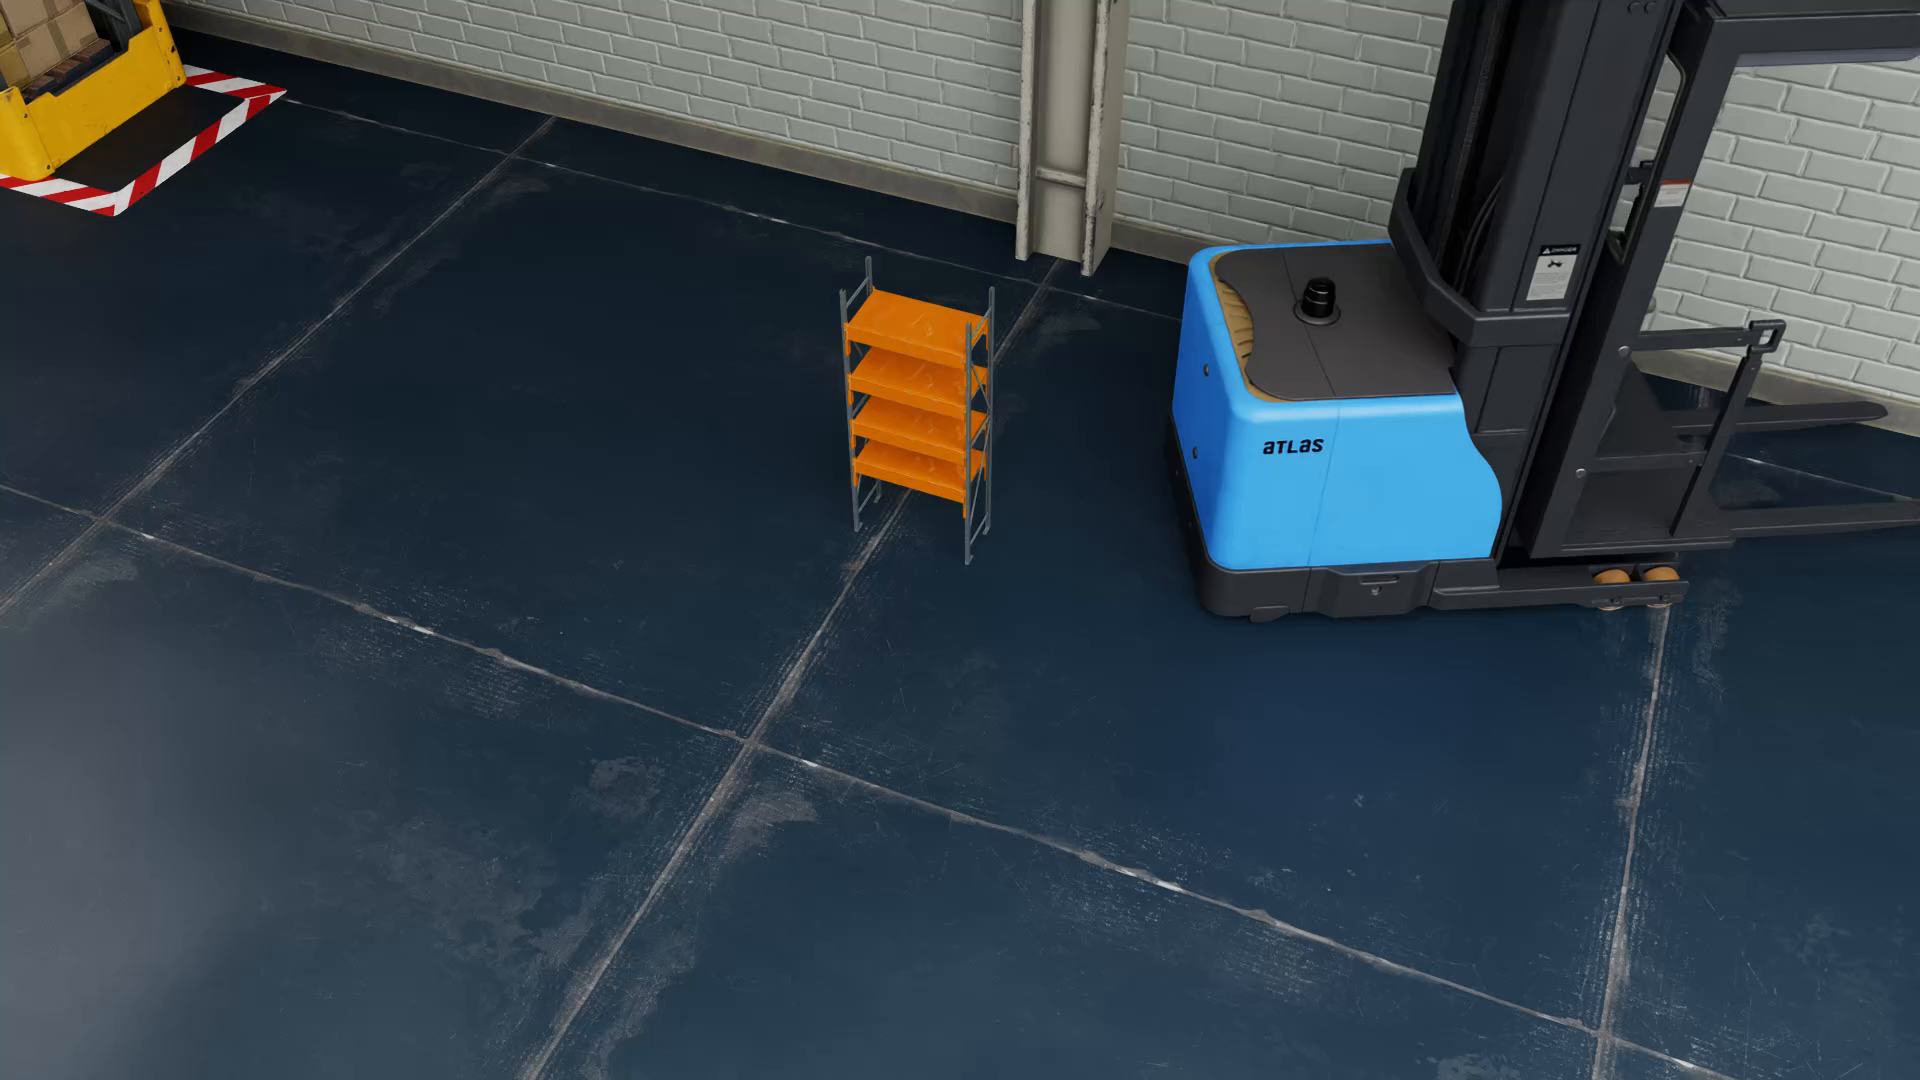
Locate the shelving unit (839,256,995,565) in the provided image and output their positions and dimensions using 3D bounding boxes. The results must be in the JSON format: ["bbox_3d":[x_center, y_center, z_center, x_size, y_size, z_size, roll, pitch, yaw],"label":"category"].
[{"bbox_3d":[-0.153,-0.470,6.372,0.503,1.200,0.258,16,47,16],"label":"shelving unit"}]

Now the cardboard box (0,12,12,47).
[{"bbox_3d":[-5.301,-2.622,8.556,0.500,0.250,0.500,16,47,15],"label":"cardboard box"}]

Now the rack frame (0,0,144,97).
[{"bbox_3d":[-4.732,-3.342,7.983,0.127,3.000,1.000,16,47,16],"label":"rack frame"}]

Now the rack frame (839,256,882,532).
[{"bbox_3d":[-0.378,-0.537,6.439,0.015,1.200,0.240,16,47,16],"label":"rack frame"}]

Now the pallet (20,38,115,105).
[{"bbox_3d":[-5.453,-2.534,9.147,1.213,0.211,1.003,16,47,16],"label":"pallet"}]

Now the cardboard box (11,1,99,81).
[{"bbox_3d":[-5.110,-2.777,9.066,0.500,0.250,0.500,17,47,16],"label":"cardboard box"}]

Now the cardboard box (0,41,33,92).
[{"bbox_3d":[-5.287,-2.438,8.726,0.500,0.250,0.500,17,47,16],"label":"cardboard box"}]

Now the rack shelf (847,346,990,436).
[{"bbox_3d":[-0.153,-0.581,6.262,0.480,0.148,0.258,16,47,16],"label":"rack shelf"}]

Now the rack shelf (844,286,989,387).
[{"bbox_3d":[-0.153,-0.749,6.095,0.480,0.148,0.258,16,47,16],"label":"rack shelf"}]

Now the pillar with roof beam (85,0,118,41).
[{"bbox_3d":[-6.685,-3.442,3.830,0.400,9.000,9.100,16,47,16],"label":"pillar with roof beam"}]

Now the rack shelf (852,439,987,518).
[{"bbox_3d":[-0.153,-0.282,6.559,0.480,0.148,0.258,16,47,16],"label":"rack shelf"}]

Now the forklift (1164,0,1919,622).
[{"bbox_3d":[2.402,-1.137,5.815,3.031,2.935,1.130,-3,45,-3],"label":"forklift"}]

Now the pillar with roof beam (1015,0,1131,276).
[{"bbox_3d":[-1.147,-1.813,2.192,0.400,9.000,9.100,16,47,16],"label":"pillar with roof beam"}]

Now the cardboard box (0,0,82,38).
[{"bbox_3d":[-5.086,-2.957,8.892,0.500,0.250,0.500,17,47,17],"label":"cardboard box"}]

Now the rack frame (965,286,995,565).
[{"bbox_3d":[0.072,-0.404,6.305,0.015,1.200,0.240,16,47,16],"label":"rack frame"}]

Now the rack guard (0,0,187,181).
[{"bbox_3d":[-4.709,-2.450,8.858,0.348,0.500,1.175,16,47,16],"label":"rack guard"}]

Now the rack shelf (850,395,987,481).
[{"bbox_3d":[-0.153,-0.423,6.419,0.480,0.148,0.258,16,47,16],"label":"rack shelf"}]
